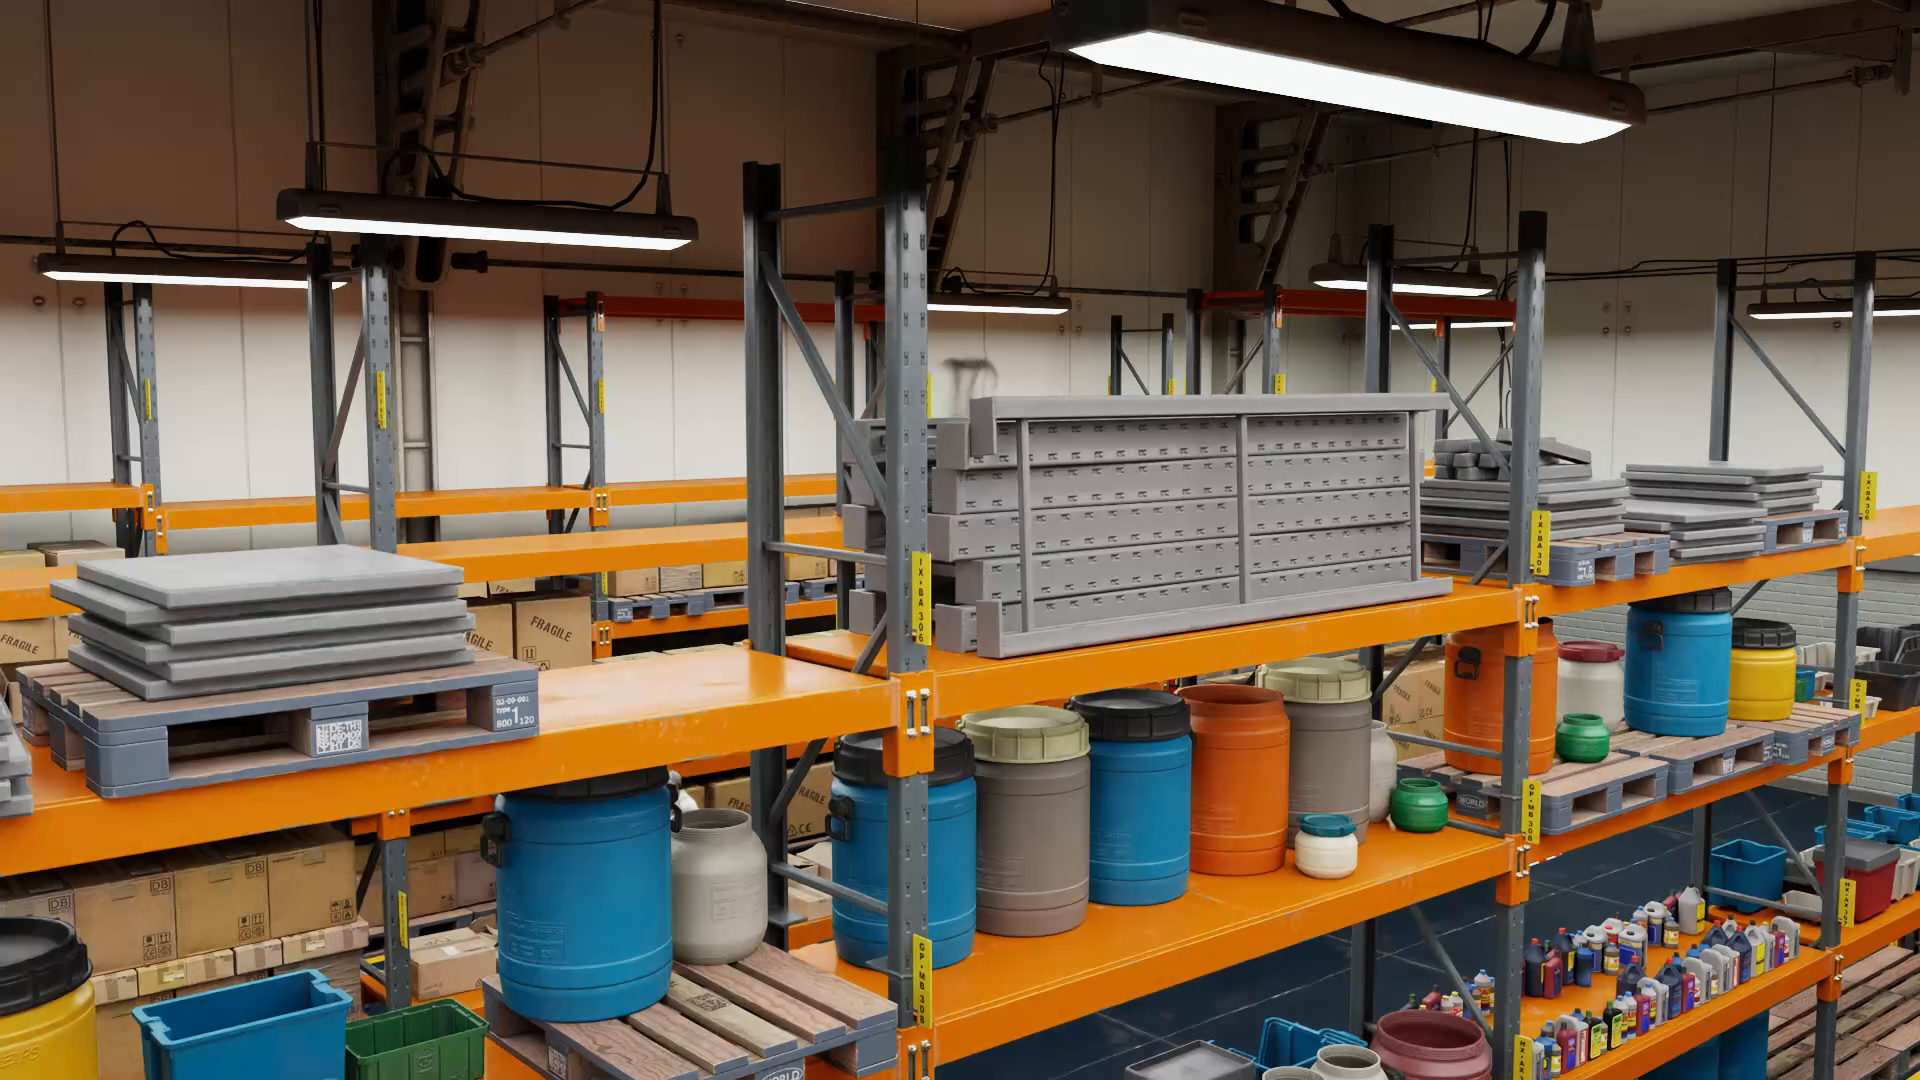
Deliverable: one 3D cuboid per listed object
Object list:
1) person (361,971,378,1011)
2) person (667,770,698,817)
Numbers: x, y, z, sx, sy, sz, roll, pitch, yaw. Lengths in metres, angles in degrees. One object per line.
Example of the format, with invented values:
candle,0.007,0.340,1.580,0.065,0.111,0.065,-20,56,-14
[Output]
person,-4.830,3.100,12.848,0.658,1.722,0.904,3,6,32
person,-2.446,2.899,15.281,0.600,1.675,0.925,5,7,41
